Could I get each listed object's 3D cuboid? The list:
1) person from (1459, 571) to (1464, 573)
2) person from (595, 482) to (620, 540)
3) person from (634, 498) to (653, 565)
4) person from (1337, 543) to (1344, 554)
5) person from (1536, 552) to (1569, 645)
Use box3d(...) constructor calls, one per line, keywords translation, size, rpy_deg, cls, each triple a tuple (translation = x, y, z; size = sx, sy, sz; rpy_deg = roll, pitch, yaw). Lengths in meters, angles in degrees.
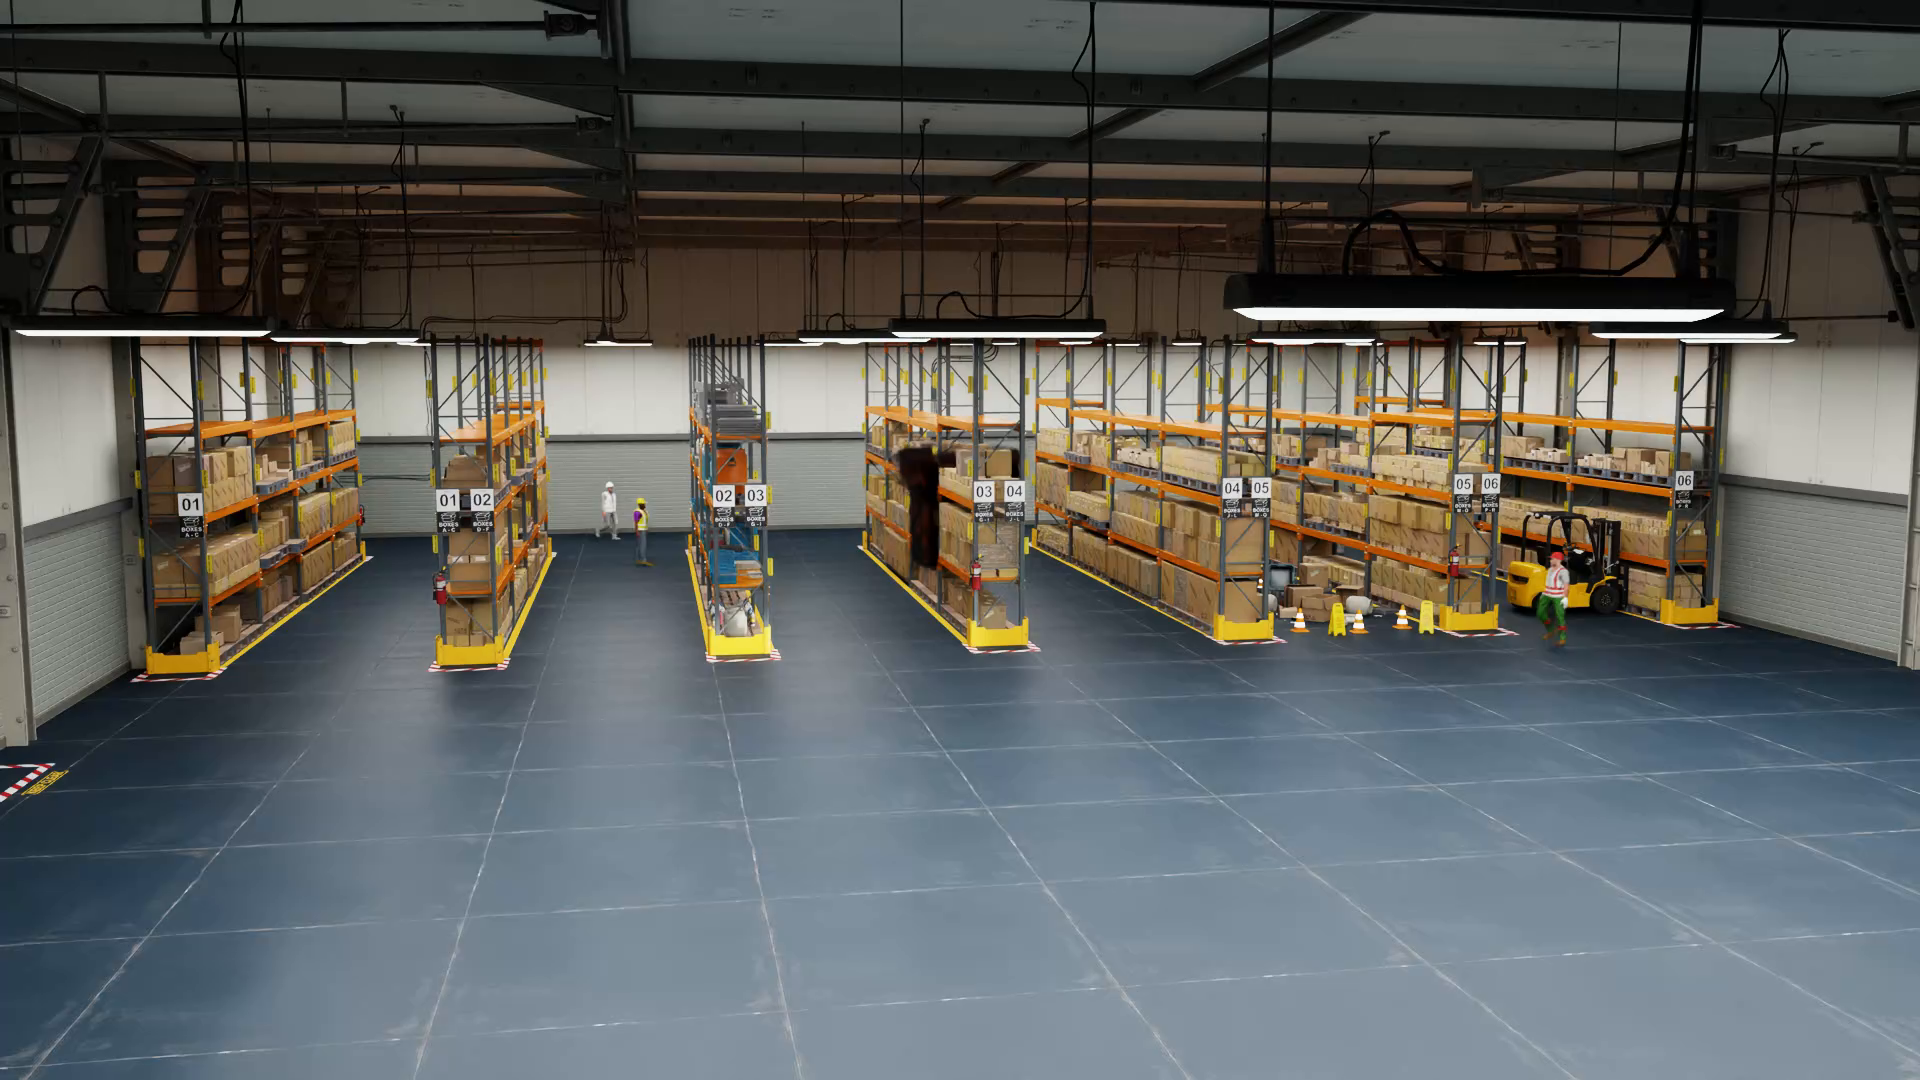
box3d(translation=(11.535, 0.494, 38.469), size=(0.453, 1.671, 0.458), rpy_deg=(5, 8, 36), cls="person")
box3d(translation=(-10.571, -0.873, 49.932), size=(0.750, 1.742, 0.601), rpy_deg=(3, 7, 27), cls="person")
box3d(translation=(-8.415, -0.232, 44.350), size=(0.511, 1.787, 0.596), rpy_deg=(0, 7, 3), cls="person")
box3d(translation=(10.577, -0.492, 46.658), size=(0.448, 1.770, 0.598), rpy_deg=(0, 7, -2), cls="person")
box3d(translation=(11.590, 1.114, 32.362), size=(0.432, 1.788, 0.668), rpy_deg=(-5, 8, -35), cls="person")
